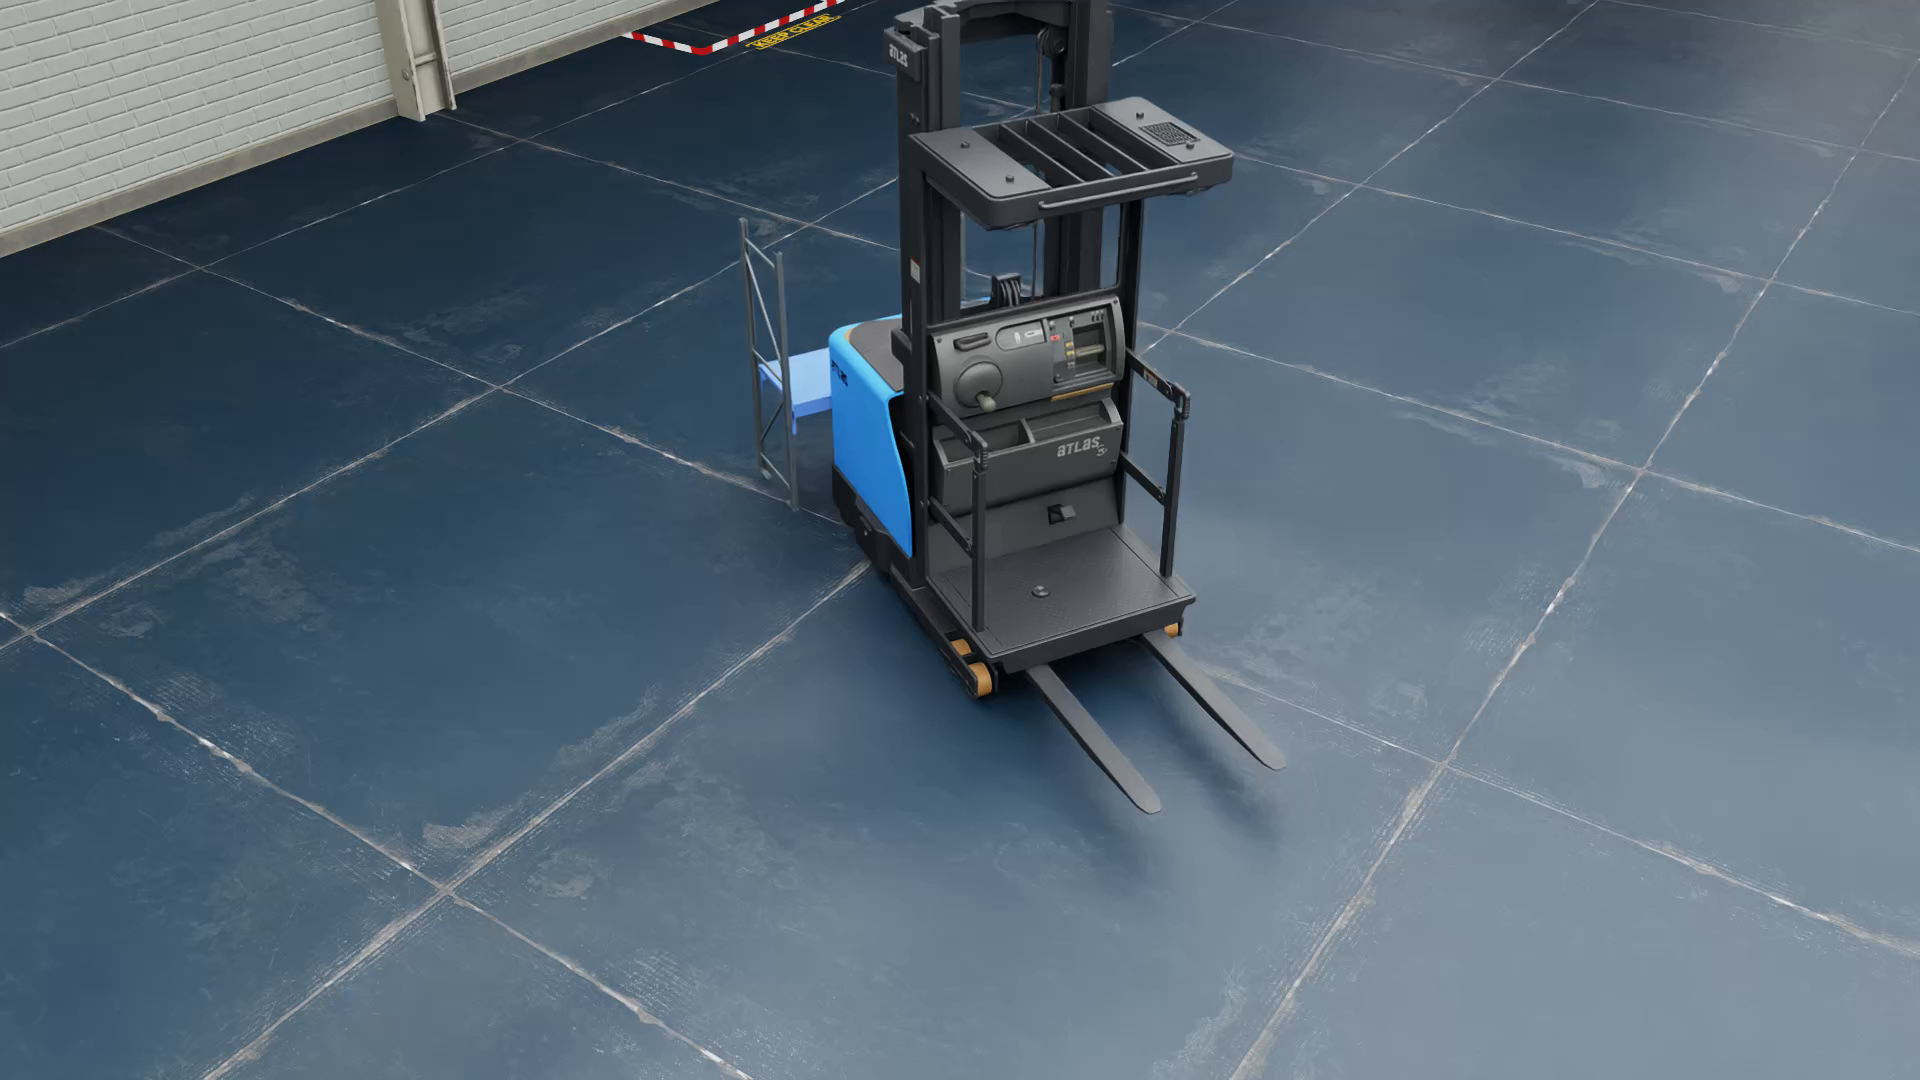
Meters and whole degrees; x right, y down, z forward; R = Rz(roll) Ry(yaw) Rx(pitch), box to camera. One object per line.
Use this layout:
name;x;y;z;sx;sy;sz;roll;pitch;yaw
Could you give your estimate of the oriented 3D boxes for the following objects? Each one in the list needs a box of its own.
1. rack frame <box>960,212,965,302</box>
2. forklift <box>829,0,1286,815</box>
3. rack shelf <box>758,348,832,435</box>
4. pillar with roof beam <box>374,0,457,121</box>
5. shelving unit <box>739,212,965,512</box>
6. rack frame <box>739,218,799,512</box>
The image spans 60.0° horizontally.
rack frame;-0.105;-1.169;9.140;0.032;1.500;0.500;-17;37;-23
forklift;0.411;-0.767;7.268;1.130;2.935;3.031;-15;37;-21
rack shelf;-0.553;-0.886;9.042;1.000;0.185;0.538;-17;37;-23
pillar with roof beam;-0.998;-5.999;9.588;9.100;9.000;0.400;21;39;28
shelving unit;-0.553;-1.035;8.941;1.048;1.500;0.538;-17;37;-23
rack frame;-1.001;-0.901;8.743;0.032;1.500;0.500;-17;37;-23
